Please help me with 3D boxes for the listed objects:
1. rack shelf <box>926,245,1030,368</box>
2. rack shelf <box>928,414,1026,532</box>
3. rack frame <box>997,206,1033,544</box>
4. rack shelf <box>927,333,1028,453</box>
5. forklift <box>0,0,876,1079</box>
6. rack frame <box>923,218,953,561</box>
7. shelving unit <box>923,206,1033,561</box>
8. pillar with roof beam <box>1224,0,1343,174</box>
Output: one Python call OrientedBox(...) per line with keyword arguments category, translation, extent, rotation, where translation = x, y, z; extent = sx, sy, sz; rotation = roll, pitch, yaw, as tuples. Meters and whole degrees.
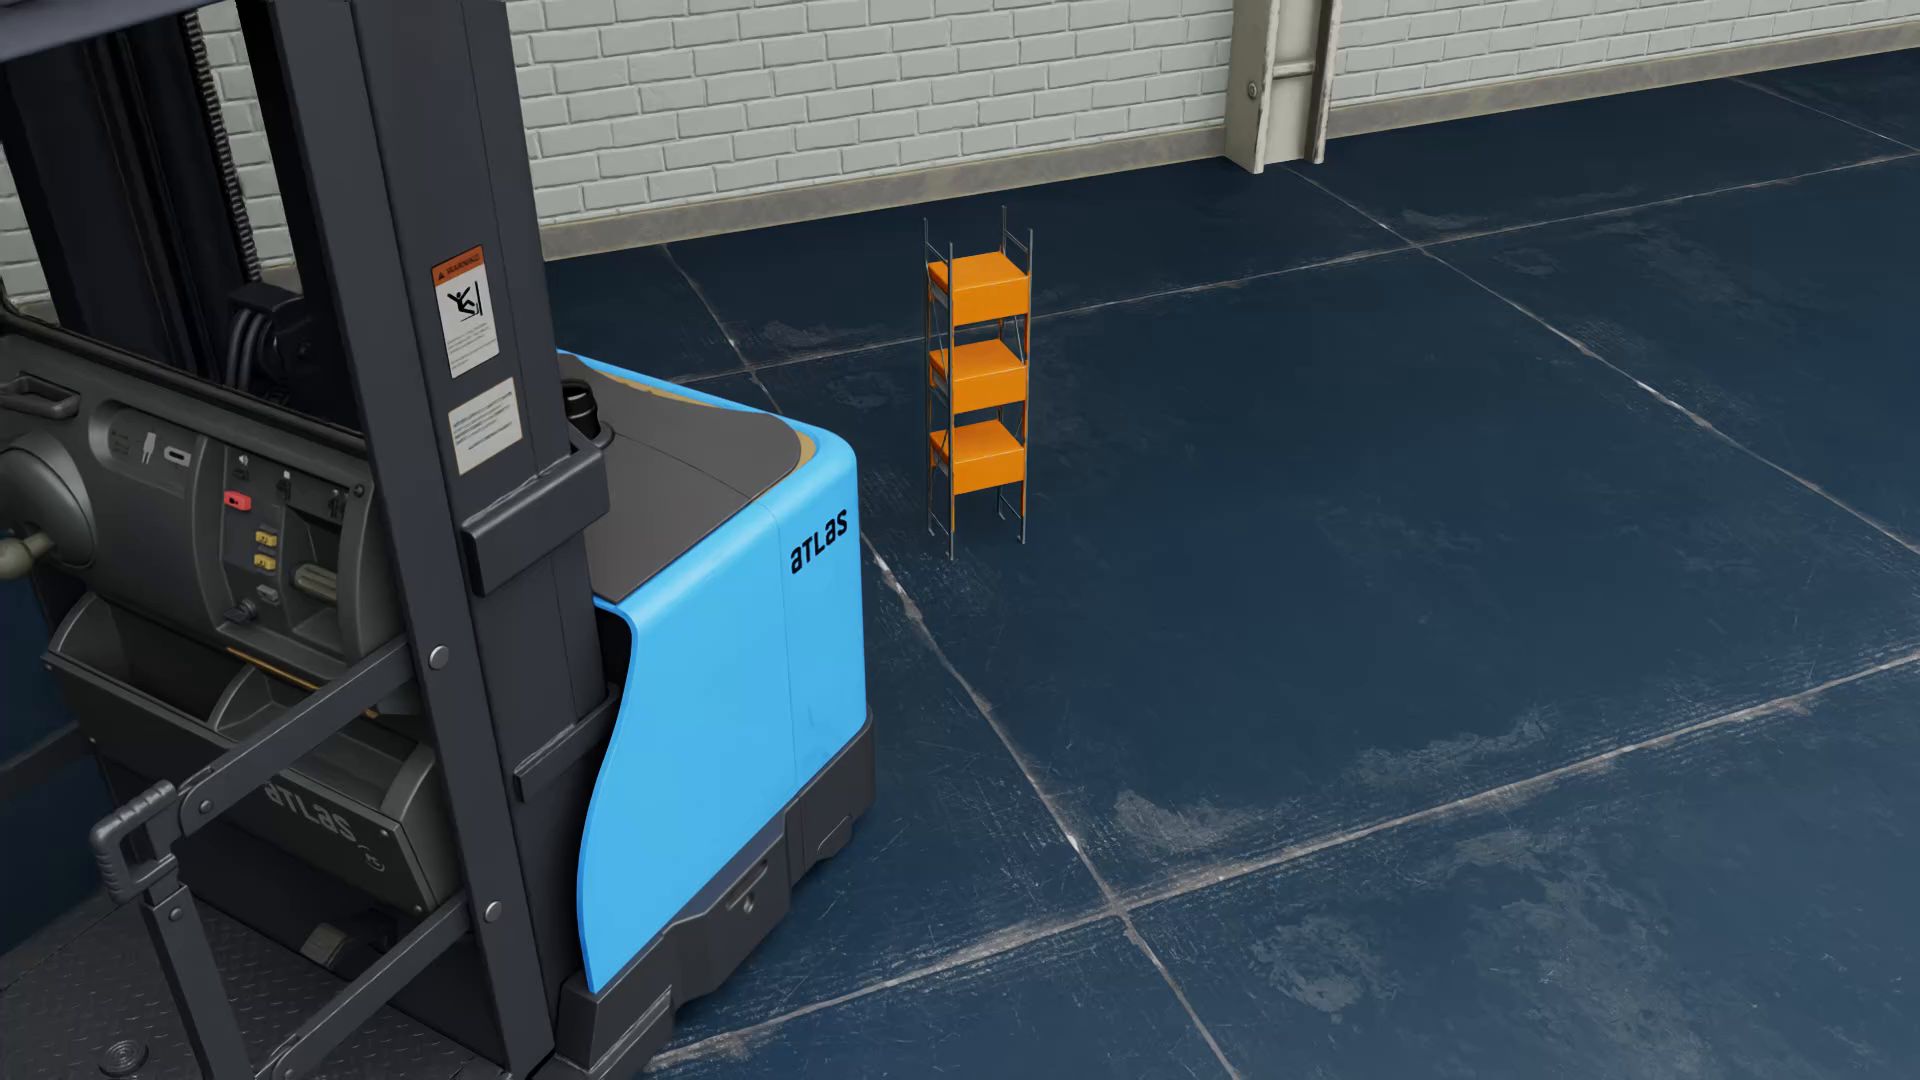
OrientedBox(category="rack shelf", translation=(0.049, -0.680, 4.832), extent=(0.240, 0.259, 0.215), rotation=(-13, 35, -19))
OrientedBox(category="rack shelf", translation=(0.049, -0.210, 5.138), extent=(0.240, 0.259, 0.215), rotation=(-13, 35, -19))
OrientedBox(category="rack frame", translation=(0.162, -0.477, 5.021), extent=(0.008, 1.050, 0.200), rotation=(-13, 35, -19))
OrientedBox(category="rack shelf", translation=(0.049, -0.442, 4.987), extent=(0.240, 0.259, 0.215), rotation=(-13, 35, -19))
OrientedBox(category="forklift", translation=(-1.394, 0.004, 2.556), extent=(1.130, 2.935, 3.031), rotation=(18, 37, 25))
OrientedBox(category="rack frame", translation=(-0.063, -0.426, 4.941), extent=(0.008, 1.050, 0.200), rotation=(-13, 35, -19))
OrientedBox(category="shelving unit", translation=(0.049, -0.451, 4.981), extent=(0.252, 1.050, 0.215), rotation=(-13, 35, -19))
OrientedBox(category="pillar with roof beam", translation=(3.190, -3.473, 2.337), extent=(0.400, 9.000, 9.100), rotation=(-13, 35, -19))
